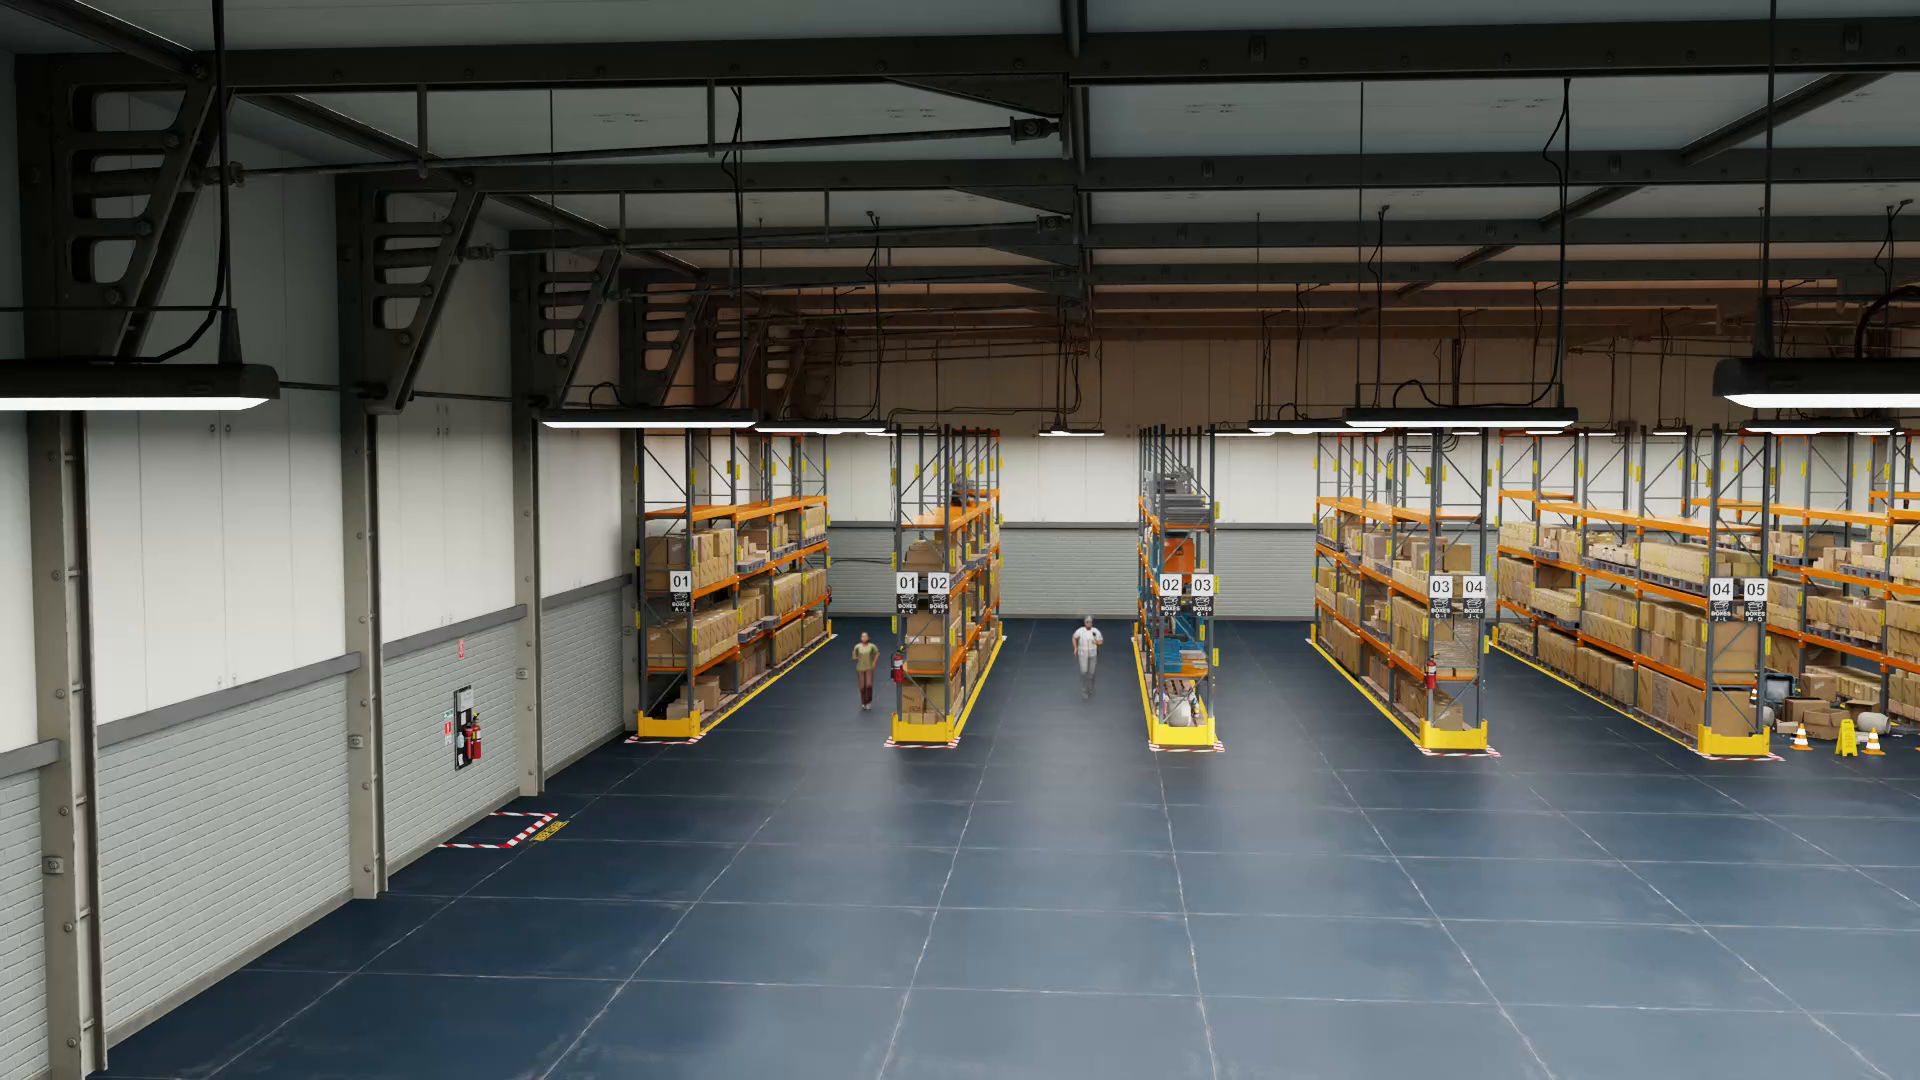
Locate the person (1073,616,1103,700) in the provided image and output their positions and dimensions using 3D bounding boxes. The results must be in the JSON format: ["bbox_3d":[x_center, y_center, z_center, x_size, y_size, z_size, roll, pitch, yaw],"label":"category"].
[{"bbox_3d":[2.847,2.579,36.925,0.646,1.822,0.888,0,3,-4],"label":"person"}]

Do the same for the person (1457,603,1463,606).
[{"bbox_3d":[13.598,2.113,46.108,0.693,1.596,0.589,1,4,14],"label":"person"}]

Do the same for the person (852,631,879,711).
[{"bbox_3d":[-1.995,2.762,35.033,0.561,1.678,0.620,0,3,2],"label":"person"}]
